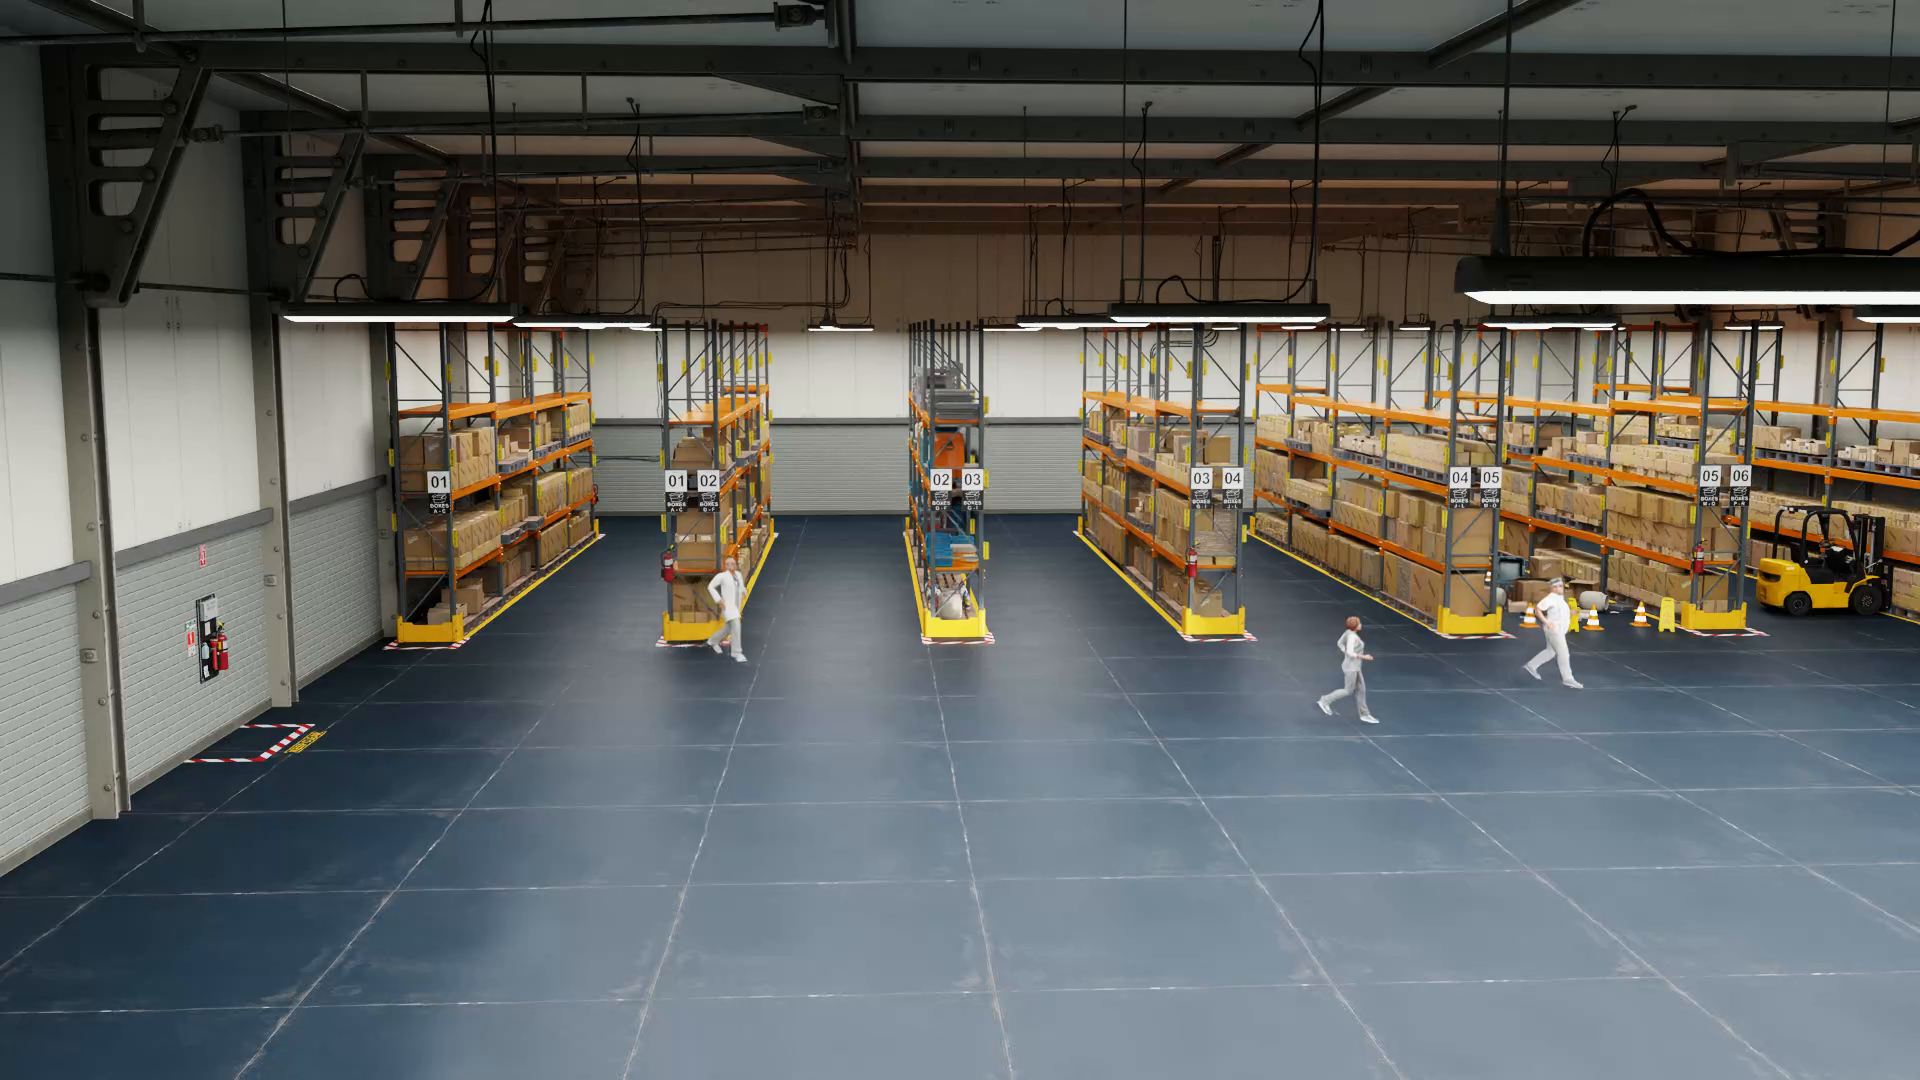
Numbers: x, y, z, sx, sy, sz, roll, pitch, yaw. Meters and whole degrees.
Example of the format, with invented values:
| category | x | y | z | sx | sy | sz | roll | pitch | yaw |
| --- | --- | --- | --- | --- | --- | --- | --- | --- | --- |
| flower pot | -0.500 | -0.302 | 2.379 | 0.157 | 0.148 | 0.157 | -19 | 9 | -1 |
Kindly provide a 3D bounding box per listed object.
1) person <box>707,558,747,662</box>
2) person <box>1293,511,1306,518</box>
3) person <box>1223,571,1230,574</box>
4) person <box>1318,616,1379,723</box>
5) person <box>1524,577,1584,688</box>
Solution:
| category | x | y | z | sx | sy | sz | roll | pitch | yaw |
| --- | --- | --- | --- | --- | --- | --- | --- | --- | --- |
| person | -4.100 | 1.210 | 29.446 | 0.948 | 1.818 | 0.713 | 4 | 8 | 29 |
| person | 9.917 | -1.112 | 48.727 | 0.693 | 1.650 | 0.545 | -6 | 9 | -41 |
| person | 6.361 | -0.061 | 39.856 | 0.643 | 1.742 | 0.612 | 0 | 7 | -4 |
| person | 5.744 | 1.908 | 24.506 | 0.883 | 1.590 | 0.547 | 2 | 7 | 16 |
| person | 9.705 | 1.477 | 27.102 | 0.988 | 1.771 | 0.660 | 4 | 8 | 32 |
